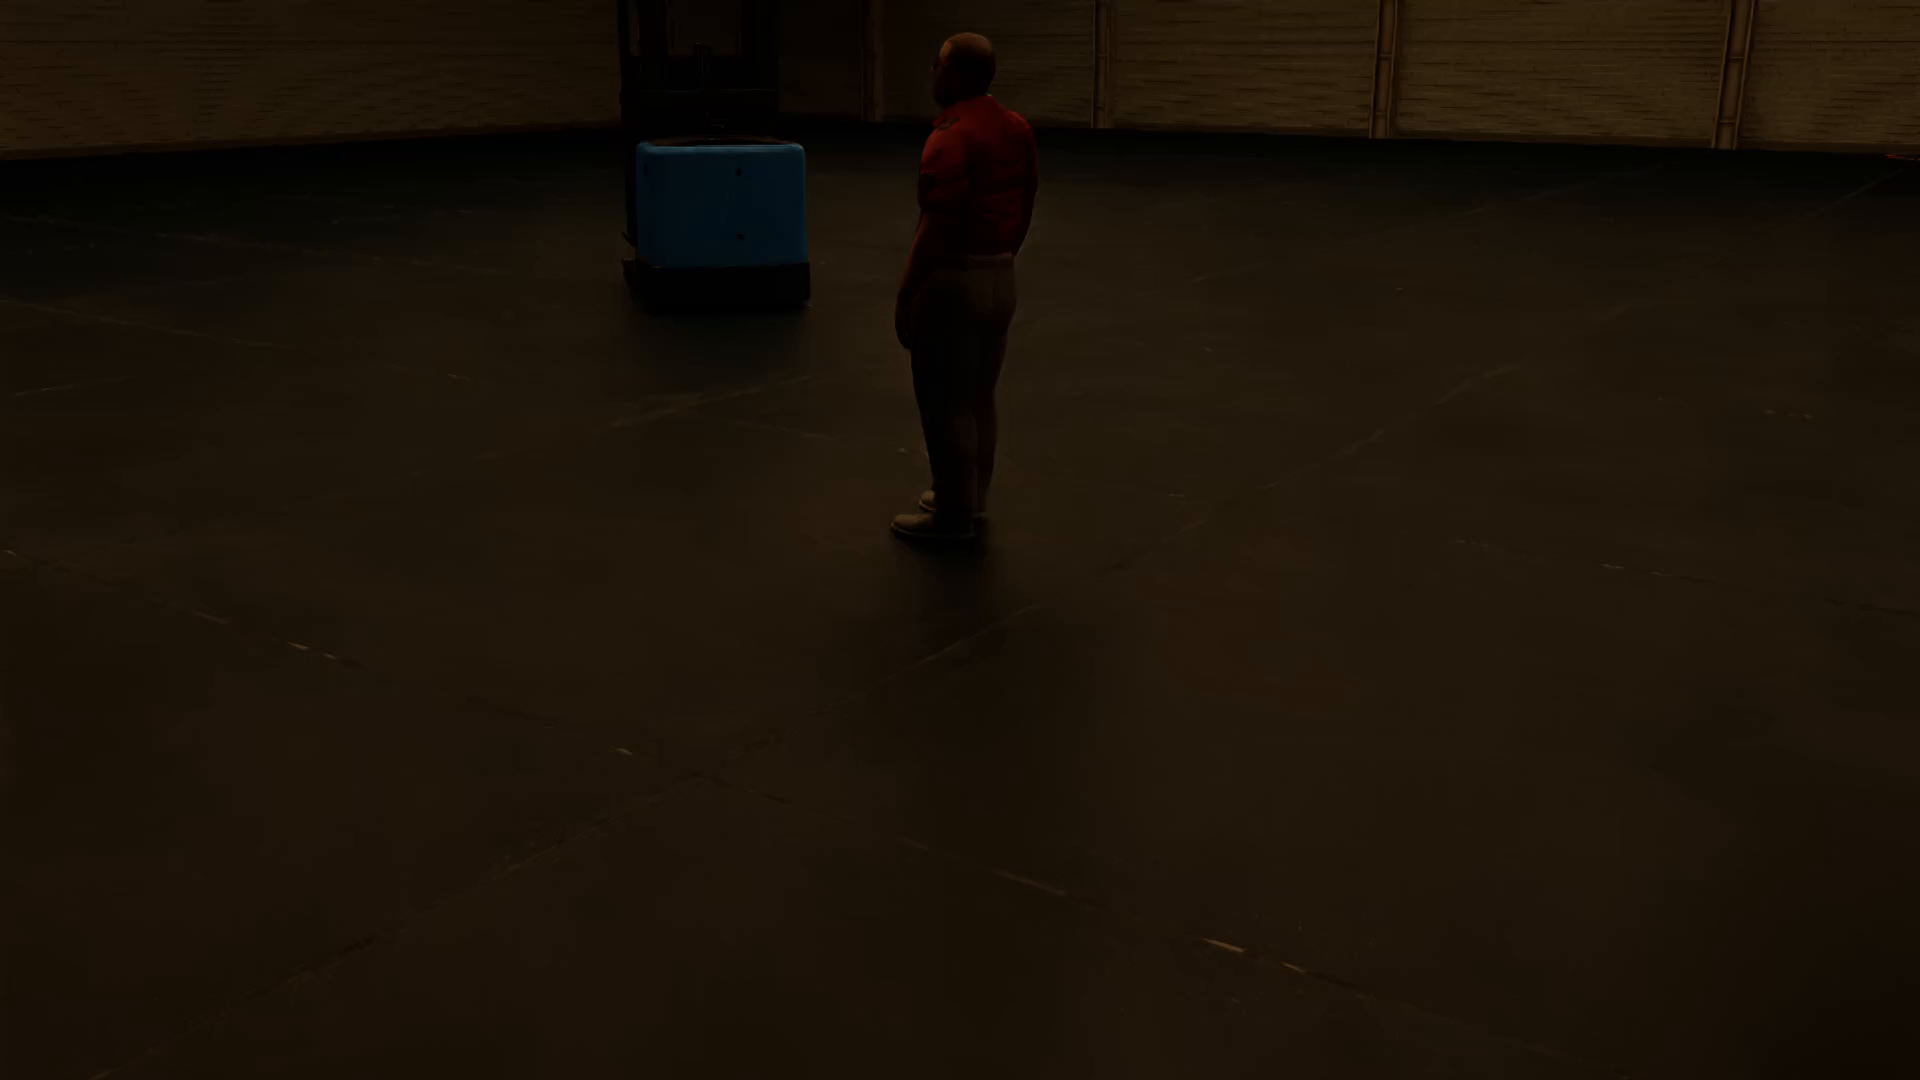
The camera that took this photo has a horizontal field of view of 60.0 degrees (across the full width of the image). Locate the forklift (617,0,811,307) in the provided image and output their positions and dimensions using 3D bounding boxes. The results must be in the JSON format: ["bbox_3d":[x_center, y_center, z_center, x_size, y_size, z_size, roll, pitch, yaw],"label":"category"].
[{"bbox_3d":[-1.900,-3.318,11.928,1.130,2.935,3.031,-5,17,-15],"label":"forklift"}]

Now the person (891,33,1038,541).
[{"bbox_3d":[-0.067,-0.852,5.757,0.550,1.726,0.640,11,20,33],"label":"person"}]
